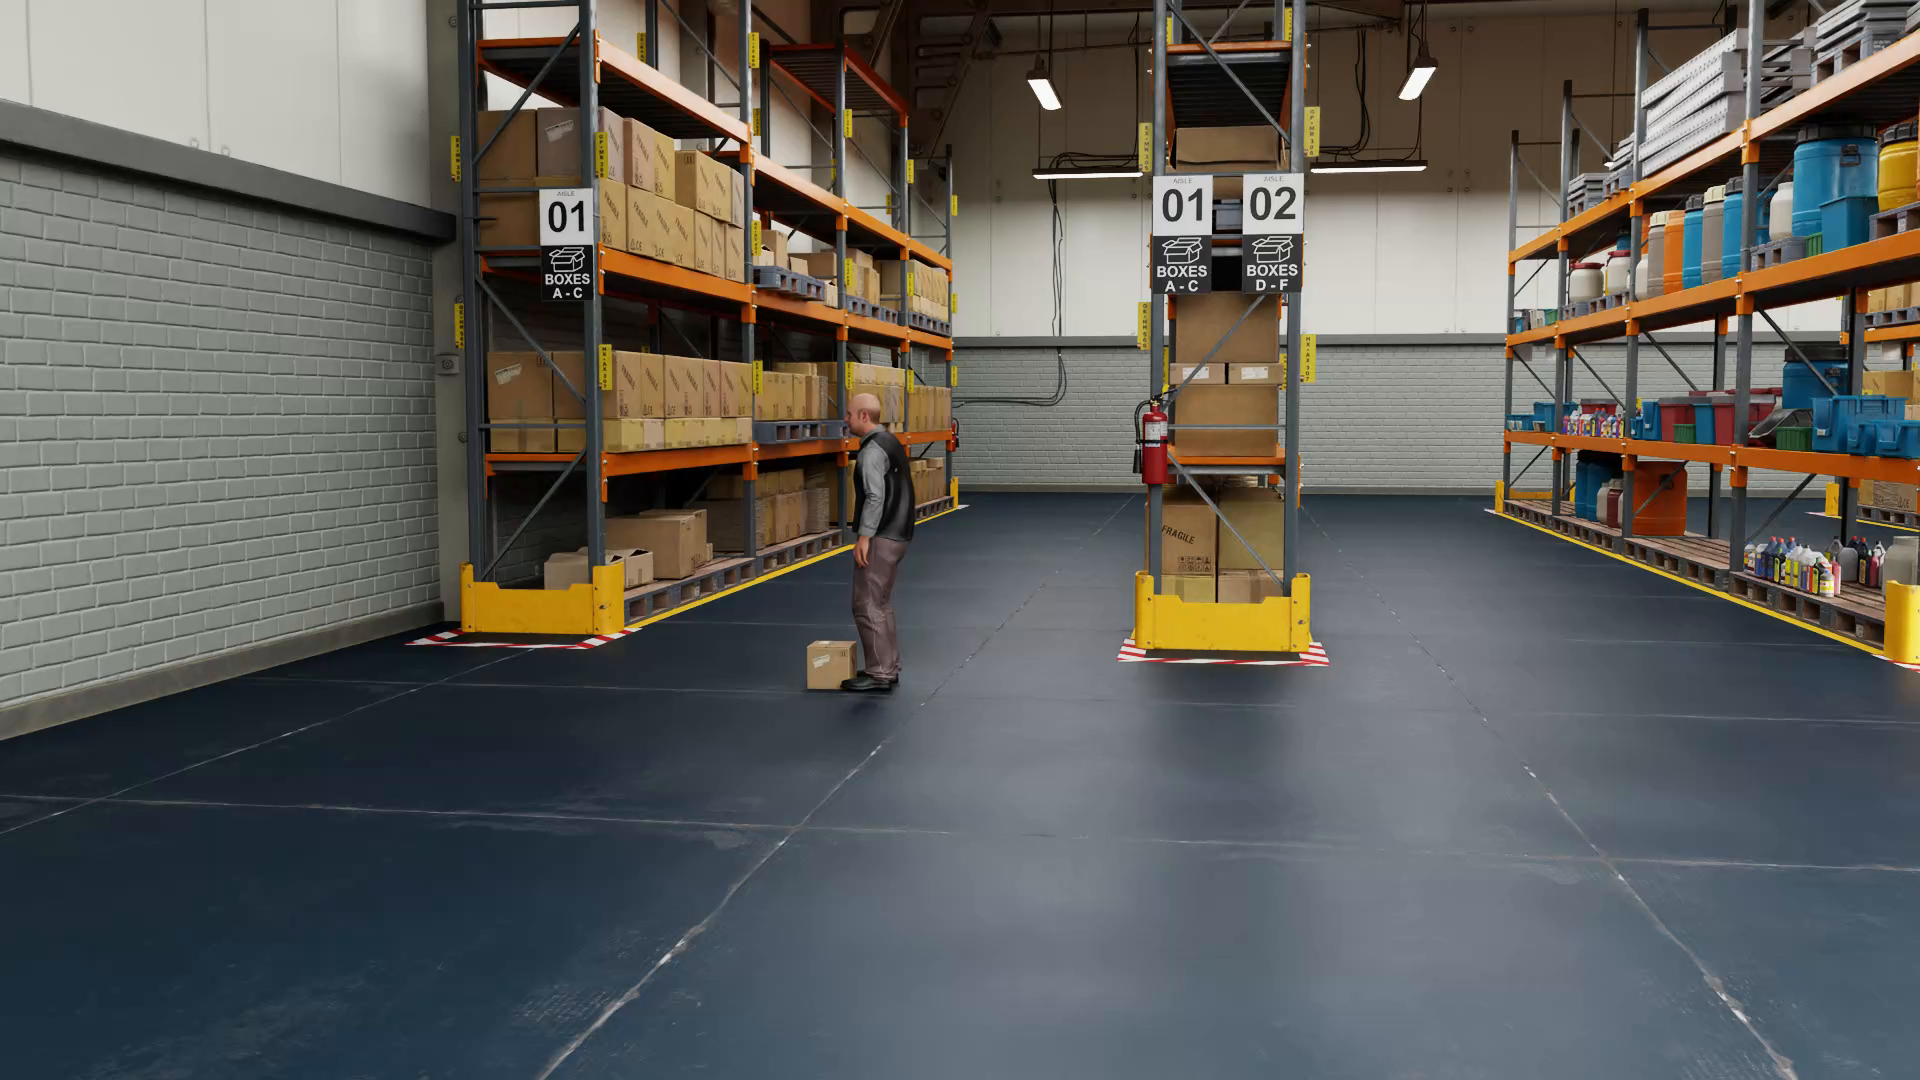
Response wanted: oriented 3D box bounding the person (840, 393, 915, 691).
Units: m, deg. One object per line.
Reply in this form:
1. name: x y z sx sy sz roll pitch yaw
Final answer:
1. person: -0.473 0.006 9.719 0.421 1.720 0.580 1 4 9
